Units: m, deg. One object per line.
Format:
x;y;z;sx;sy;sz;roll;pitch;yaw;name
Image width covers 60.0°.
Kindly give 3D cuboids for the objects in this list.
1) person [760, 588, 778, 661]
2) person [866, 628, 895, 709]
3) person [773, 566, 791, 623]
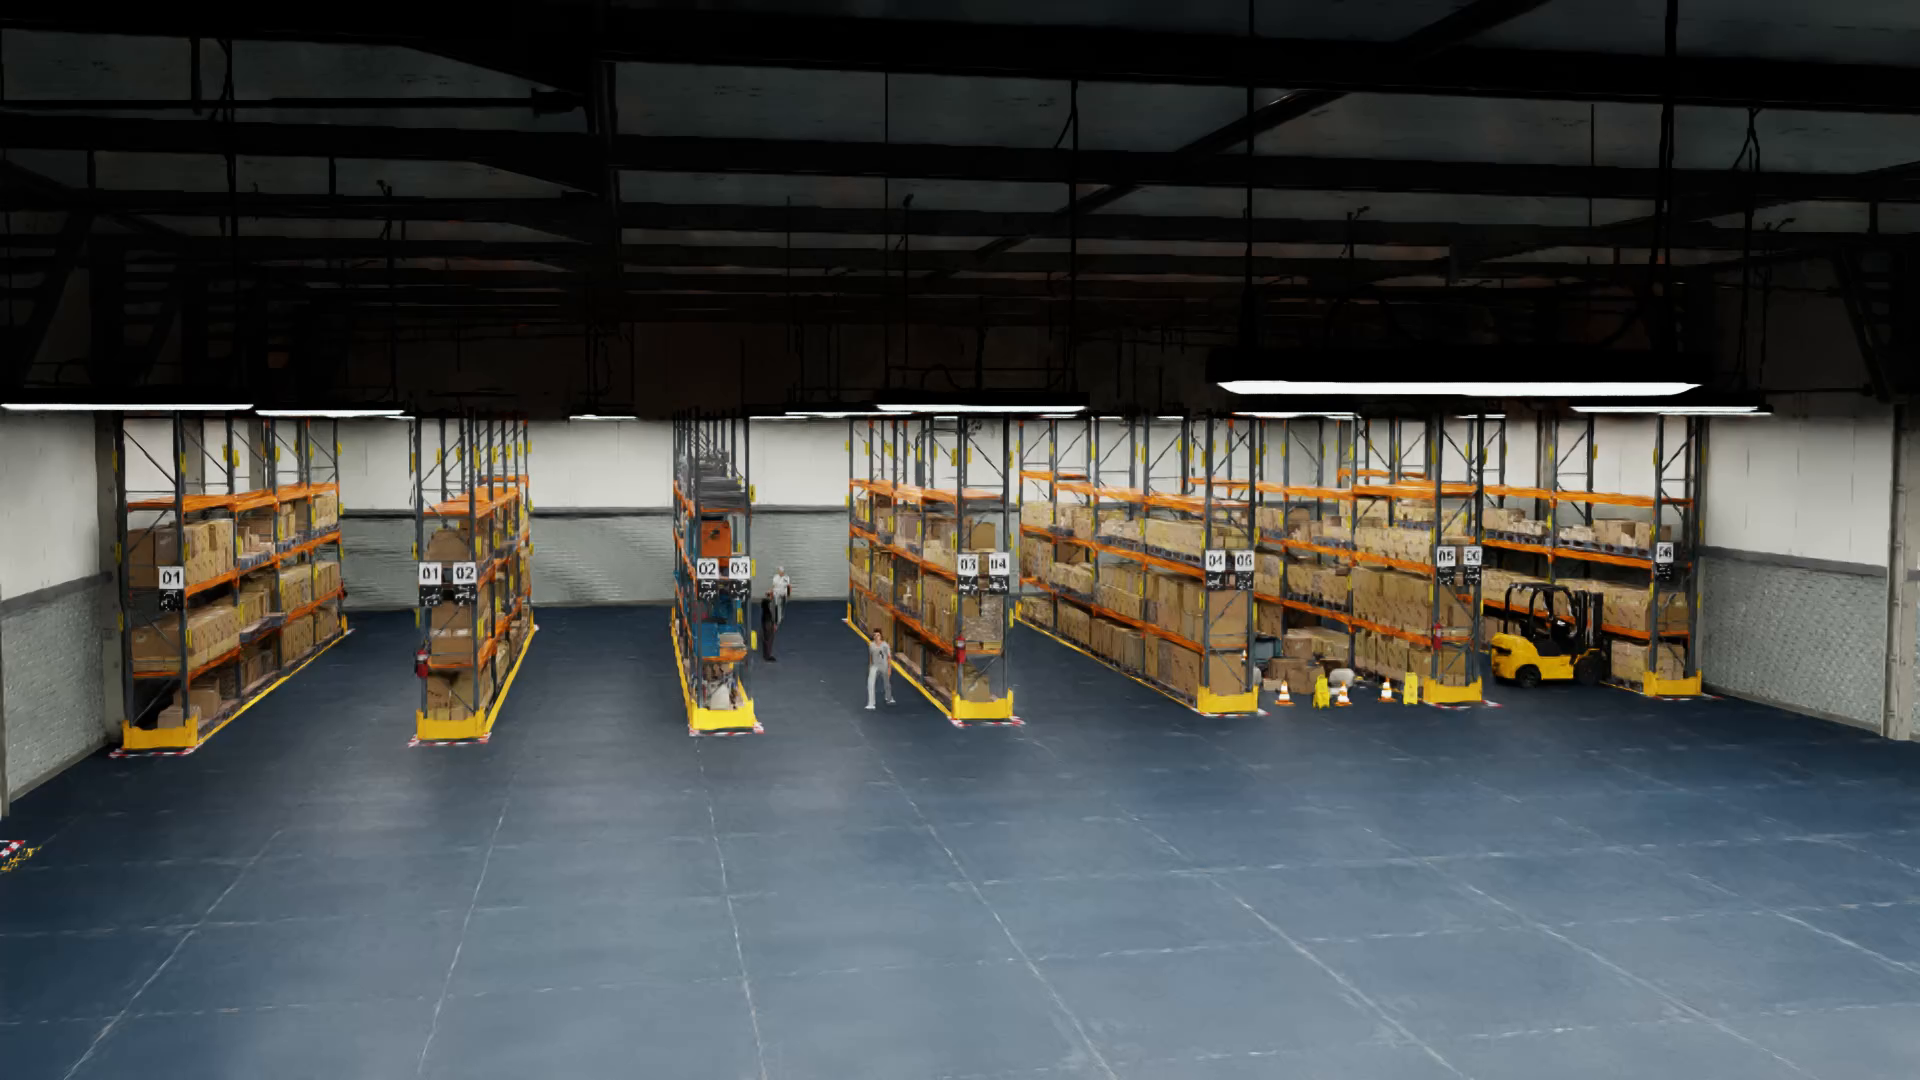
-4.556;2.010;39.848;0.401;1.726;0.627;-3;5;-33;person
-1.591;2.550;33.291;0.494;1.609;0.954;1;4;10;person
-5.085;1.545;47.437;0.493;1.606;1.001;-1;4;-12;person
